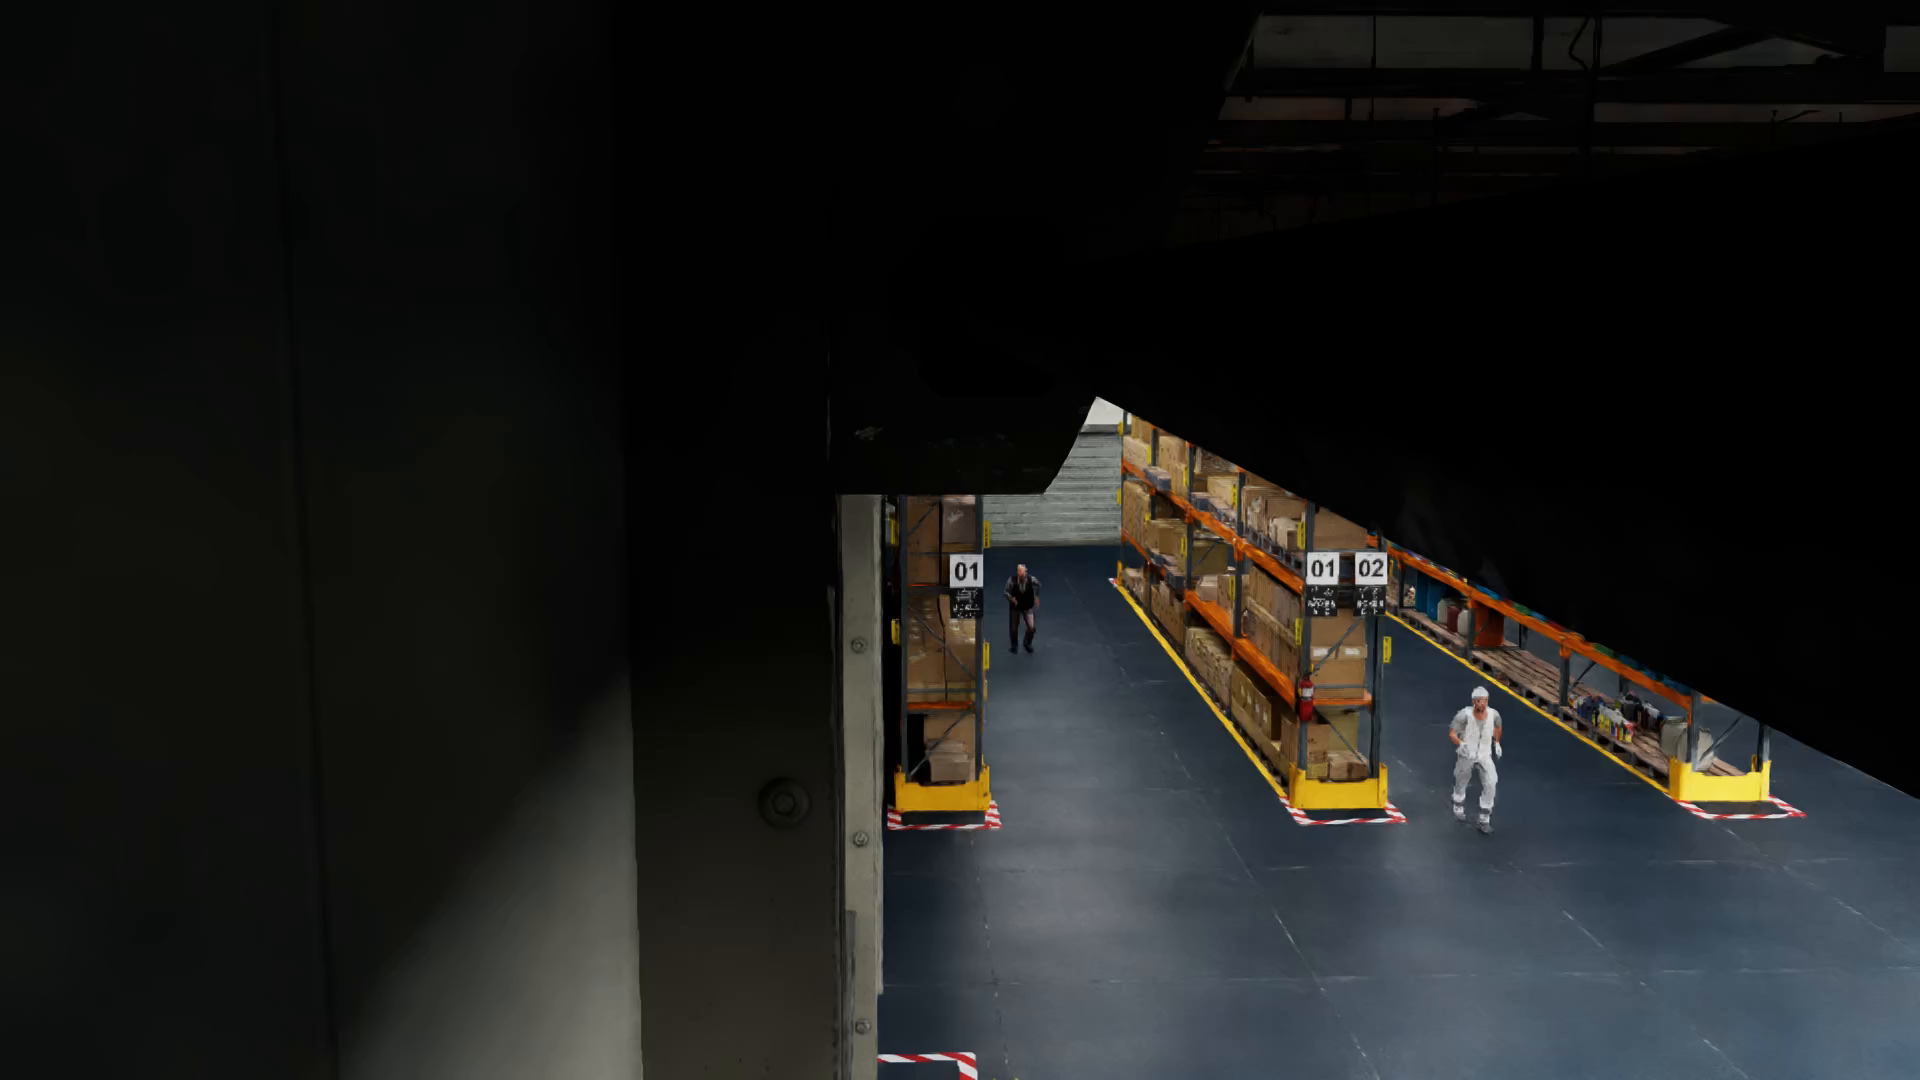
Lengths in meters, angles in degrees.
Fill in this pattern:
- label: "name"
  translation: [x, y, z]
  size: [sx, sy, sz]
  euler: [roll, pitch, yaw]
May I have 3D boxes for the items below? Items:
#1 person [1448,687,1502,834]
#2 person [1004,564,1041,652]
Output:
- label: "person"
  translation: [6.158, 2.570, 19.815]
  size: [0.703, 1.722, 0.835]
  euler: [0, 8, 2]
- label: "person"
  translation: [1.096, 1.211, 29.321]
  size: [0.654, 1.642, 0.878]
  euler: [0, 8, 2]
